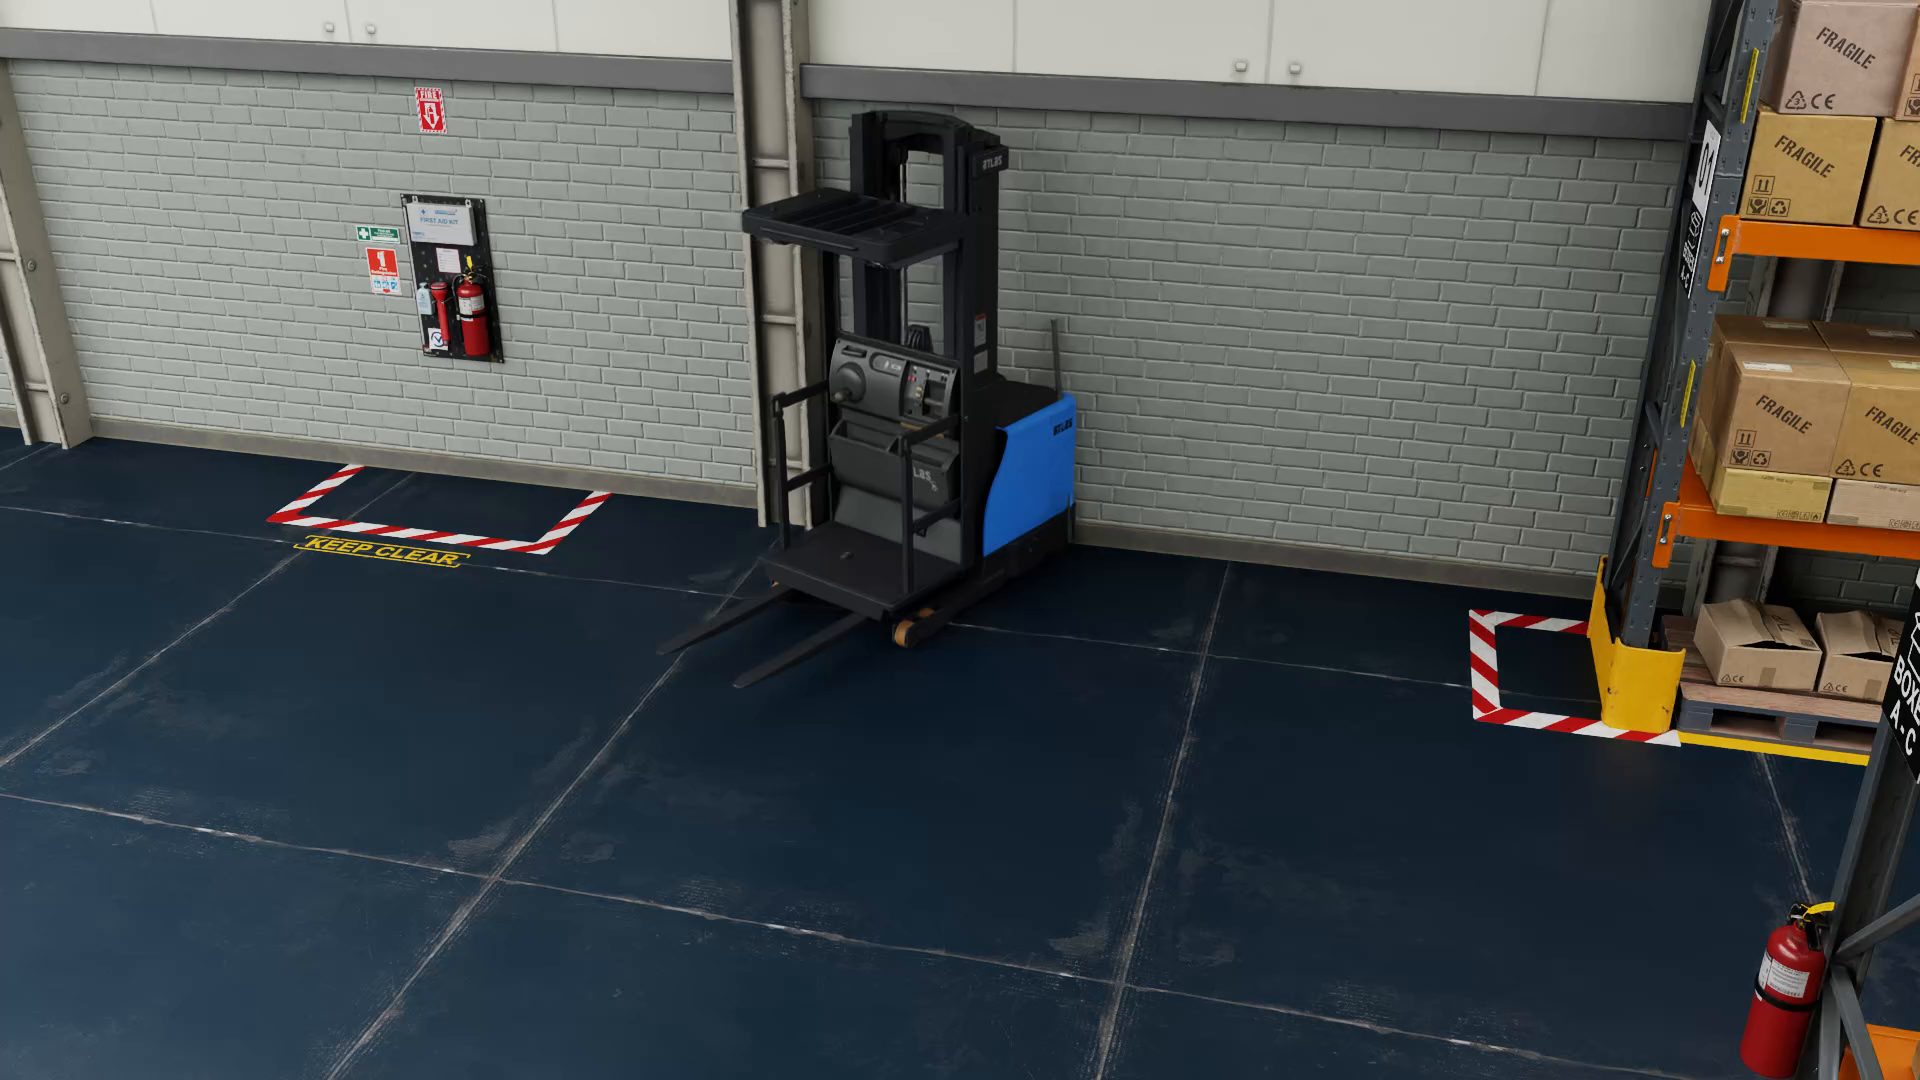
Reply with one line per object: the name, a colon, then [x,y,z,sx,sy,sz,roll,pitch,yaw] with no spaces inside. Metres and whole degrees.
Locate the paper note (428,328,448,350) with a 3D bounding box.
paper note: [-3.696,-1.422,11.772,0.142,0.148,0.016,6,26,13]

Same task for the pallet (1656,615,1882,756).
pallet: [4.611,0.805,9.314,1.213,0.211,1.003,6,26,13]

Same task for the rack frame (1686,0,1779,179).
rack frame: [3.759,-3.273,7.656,0.127,3.000,1.000,6,26,13]

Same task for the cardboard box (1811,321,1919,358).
cardboard box: [4.754,-0.824,8.770,0.500,0.500,0.500,7,26,14]

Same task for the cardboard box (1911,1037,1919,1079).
cardboard box: [2.978,1.509,4.475,0.500,0.500,0.700,6,26,13]

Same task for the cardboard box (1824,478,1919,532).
cardboard box: [4.659,-0.271,8.482,0.500,0.250,0.500,5,26,11]

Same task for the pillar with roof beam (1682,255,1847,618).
pillar with roof beam: [3.580,-1.766,4.490,0.400,9.000,9.100,6,26,13]

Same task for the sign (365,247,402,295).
sign: [-4.052,-1.890,11.690,0.234,0.329,0.001,6,26,13]

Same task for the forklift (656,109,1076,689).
forklift: [-0.532,-0.918,9.769,1.130,2.935,3.031,18,31,34]

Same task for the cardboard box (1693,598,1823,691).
cardboard box: [4.407,0.563,9.195,0.500,0.311,0.500,3,26,7]

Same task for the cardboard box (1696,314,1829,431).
cardboard box: [4.269,-0.882,8.892,0.500,0.500,0.500,6,26,12]

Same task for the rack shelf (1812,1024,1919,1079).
rack shelf: [4.466,2.037,4.318,4.000,0.370,1.077,6,26,13]

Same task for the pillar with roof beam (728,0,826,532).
pillar with roof beam: [-2.230,-2.408,5.840,0.400,9.000,9.100,6,26,13]

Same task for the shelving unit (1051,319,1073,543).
shelving unit: [0.132,-0.701,10.971,1.048,1.500,0.538,-7,19,-5]

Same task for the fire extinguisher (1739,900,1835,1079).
fire extinguisher: [2.530,1.327,5.062,0.183,0.674,0.296,6,26,13]

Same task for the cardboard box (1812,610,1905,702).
cardboard box: [4.959,0.624,9.066,0.500,0.311,0.500,9,27,17]

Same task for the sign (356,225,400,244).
sign: [-4.050,-2.125,11.567,0.331,0.109,0.001,6,26,13]

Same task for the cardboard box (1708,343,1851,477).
cardboard box: [4.147,-0.668,8.442,0.500,0.500,0.500,6,26,13]

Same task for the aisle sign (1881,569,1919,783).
aisle sign: [2.539,0.195,4.326,0.004,0.787,0.394,6,26,13]

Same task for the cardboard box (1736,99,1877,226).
cardboard box: [4.021,-1.833,7.981,0.500,0.500,0.500,7,26,14]

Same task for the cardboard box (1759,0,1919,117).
cardboard box: [4.072,-2.282,7.761,0.500,0.500,0.500,4,26,9]

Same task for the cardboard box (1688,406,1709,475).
cardboard box: [4.260,-0.536,9.038,0.500,0.250,0.500,7,26,14]

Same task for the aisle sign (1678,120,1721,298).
aisle sign: [3.615,-1.621,8.141,0.004,0.787,0.394,6,26,13]

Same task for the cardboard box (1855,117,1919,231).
cardboard box: [4.532,-1.760,7.829,0.500,0.500,0.500,8,27,16]

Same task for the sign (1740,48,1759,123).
sign: [3.624,-2.087,7.638,0.005,0.325,0.100,6,26,13]

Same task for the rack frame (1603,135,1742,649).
rack frame: [3.759,-0.564,8.946,0.127,3.000,1.000,6,26,13]

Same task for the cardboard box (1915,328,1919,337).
cardboard box: [5.256,-0.771,8.658,0.500,0.500,0.500,6,26,12]

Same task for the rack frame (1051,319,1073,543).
rack frame: [0.635,-0.763,11.016,0.032,1.500,0.500,-7,19,-5]

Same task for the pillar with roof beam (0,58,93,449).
pillar with roof beam: [-8.041,-3.051,7.189,0.400,9.000,9.100,6,26,13]

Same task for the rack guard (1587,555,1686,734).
rack guard: [3.833,0.573,9.466,0.348,0.500,1.175,6,26,13]

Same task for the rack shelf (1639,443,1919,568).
rack shelf: [5.696,-0.025,8.650,4.000,0.370,1.077,6,26,13]

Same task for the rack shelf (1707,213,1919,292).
rack shelf: [5.696,-1.380,8.006,4.000,0.370,1.077,6,26,13]

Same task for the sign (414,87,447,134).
sign: [-3.525,-2.861,11.073,0.199,0.298,0.001,6,26,13]

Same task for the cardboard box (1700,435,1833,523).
cardboard box: [4.153,-0.321,8.586,0.500,0.250,0.500,6,26,11]

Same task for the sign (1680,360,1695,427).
sign: [3.624,-0.729,8.285,0.005,0.325,0.100,6,26,13]

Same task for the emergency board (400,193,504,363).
emergency board: [-3.542,-1.772,11.483,0.643,1.169,0.194,6,26,13]

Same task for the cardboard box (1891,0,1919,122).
cardboard box: [4.545,-2.207,7.604,0.500,0.500,0.500,6,26,12]

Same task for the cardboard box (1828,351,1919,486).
cardboard box: [4.623,-0.611,8.322,0.500,0.500,0.500,6,26,13]
